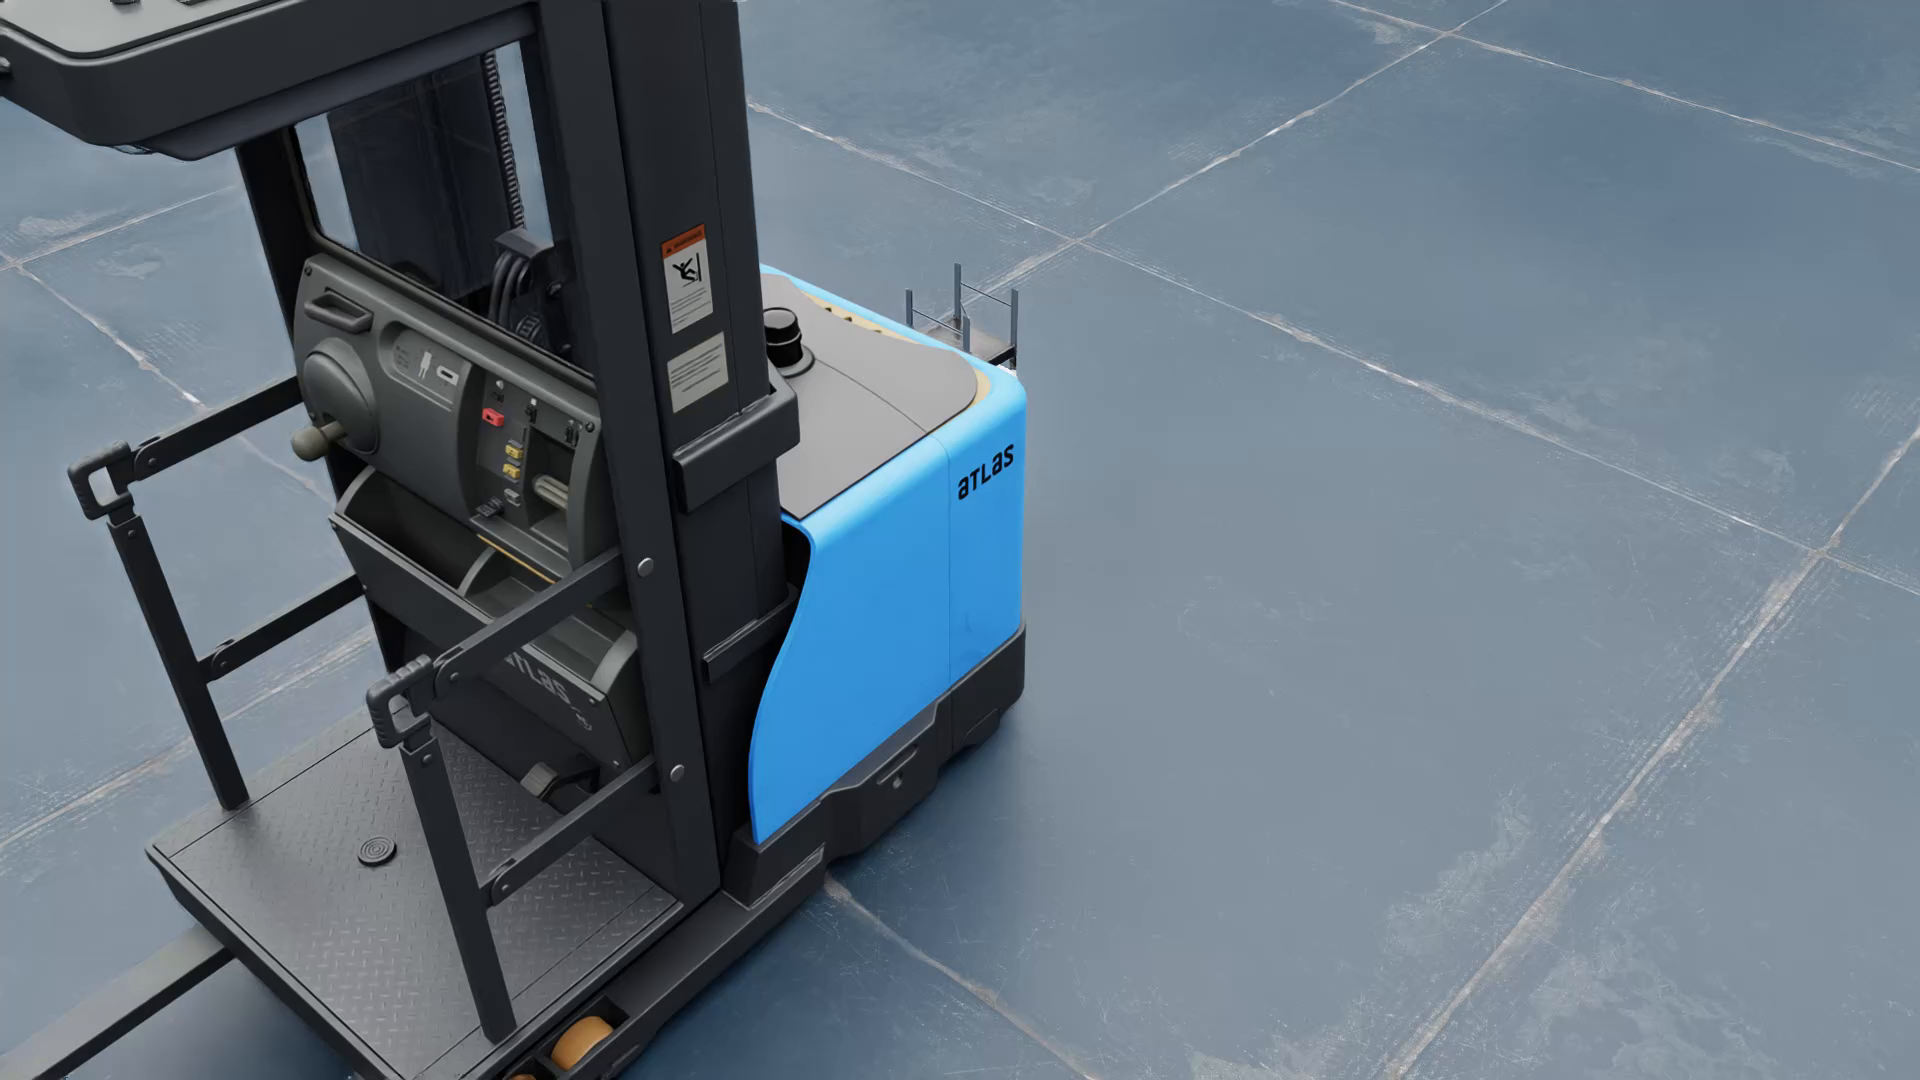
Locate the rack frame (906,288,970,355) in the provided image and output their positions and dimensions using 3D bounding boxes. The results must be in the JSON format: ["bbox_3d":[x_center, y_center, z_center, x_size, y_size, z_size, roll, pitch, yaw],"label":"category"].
[{"bbox_3d":[-0.063,-0.309,4.916,0.240,0.900,0.006,30,47,32],"label":"rack frame"}]

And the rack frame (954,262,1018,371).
[{"bbox_3d":[0.074,-0.403,5.033,0.240,0.900,0.006,30,47,32],"label":"rack frame"}]

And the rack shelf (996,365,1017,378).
[{"bbox_3d":[0.005,-0.471,4.883,0.258,0.077,0.200,30,47,32],"label":"rack shelf"}]

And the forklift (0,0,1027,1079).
[{"bbox_3d":[-1.151,-0.182,3.123,1.130,2.935,3.031,27,46,30],"label":"forklift"}]

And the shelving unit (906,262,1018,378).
[{"bbox_3d":[0.005,-0.356,4.975,0.258,0.900,0.210,30,47,32],"label":"shelving unit"}]

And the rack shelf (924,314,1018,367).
[{"bbox_3d":[0.005,-0.541,4.827,0.258,0.077,0.200,30,47,32],"label":"rack shelf"}]
